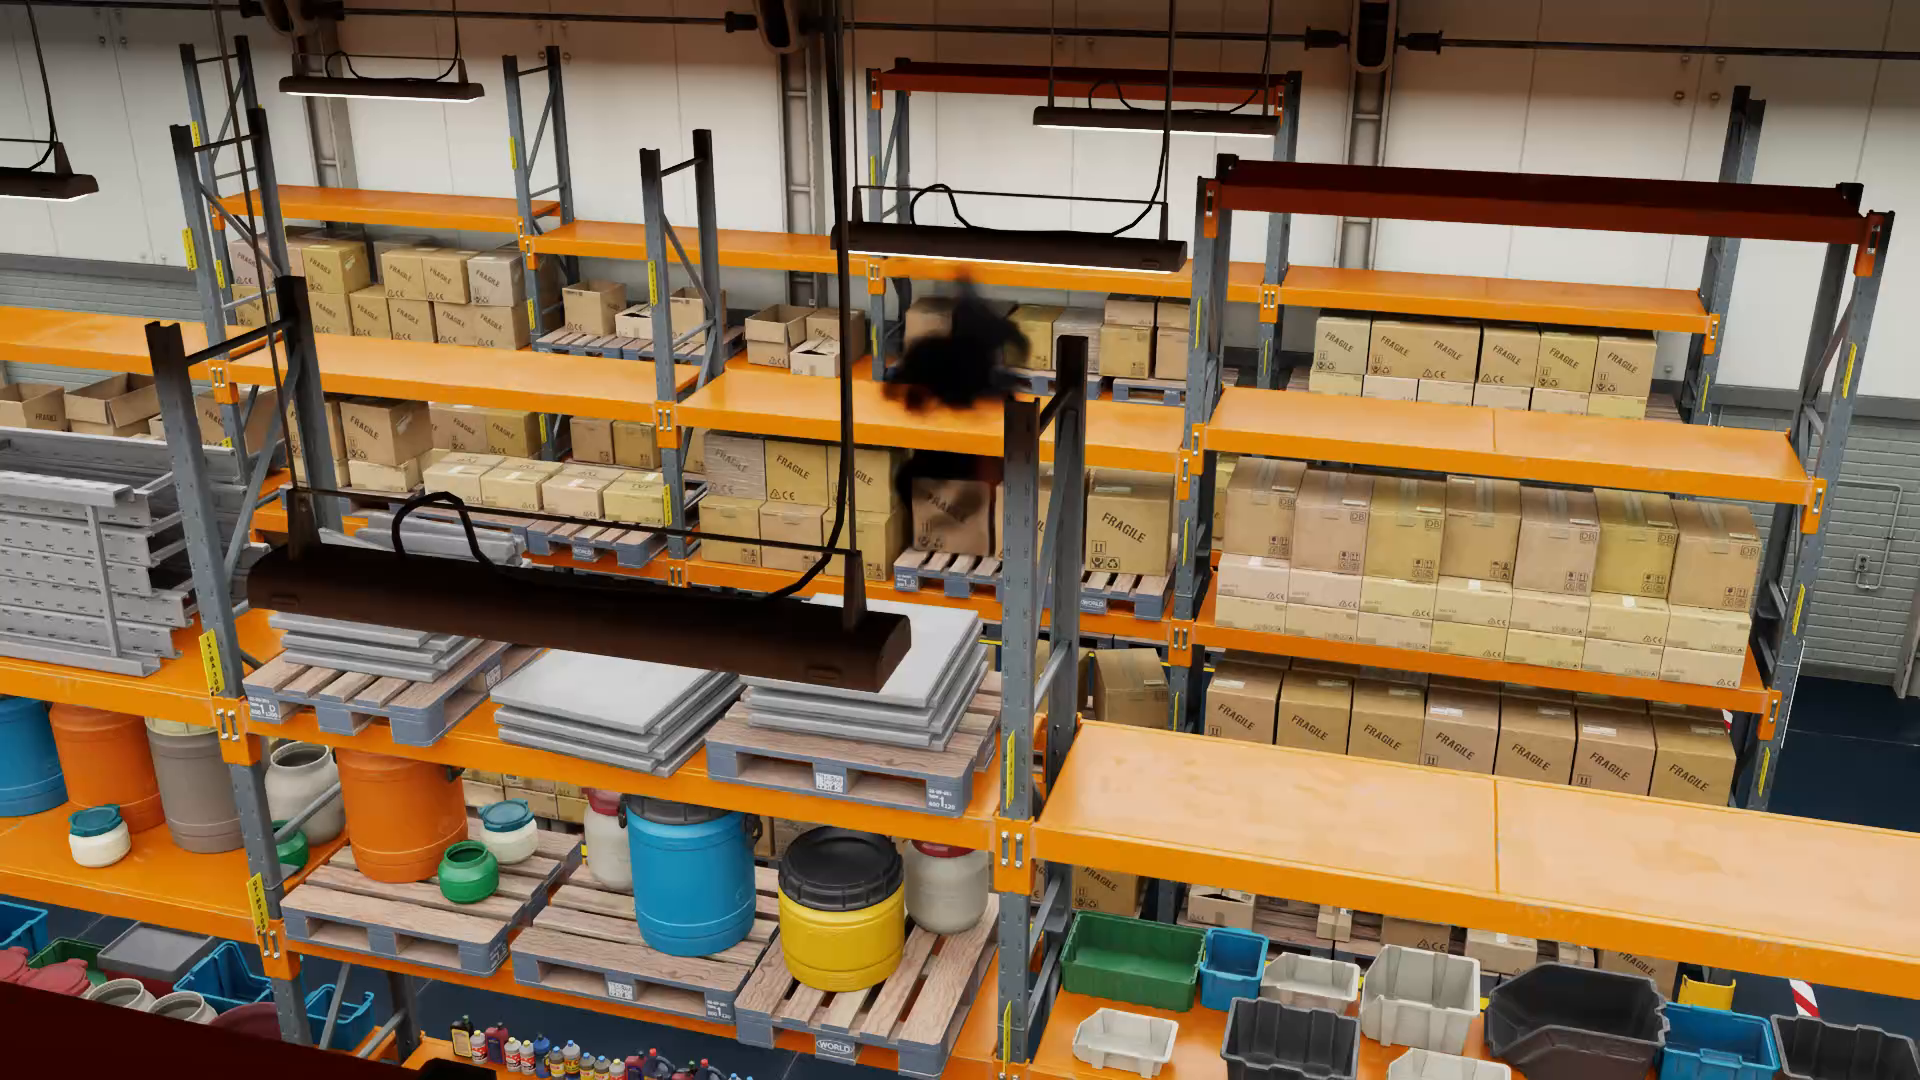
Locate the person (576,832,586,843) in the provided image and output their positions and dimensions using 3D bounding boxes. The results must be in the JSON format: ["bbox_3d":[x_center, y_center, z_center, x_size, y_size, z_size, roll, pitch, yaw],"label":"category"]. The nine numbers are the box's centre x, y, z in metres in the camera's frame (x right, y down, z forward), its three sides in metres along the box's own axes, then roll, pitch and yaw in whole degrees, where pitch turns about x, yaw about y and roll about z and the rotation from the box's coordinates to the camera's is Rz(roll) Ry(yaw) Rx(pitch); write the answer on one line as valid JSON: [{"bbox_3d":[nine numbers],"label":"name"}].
[{"bbox_3d":[-2.383,2.473,11.787,0.881,1.765,0.657,2,23,5],"label":"person"}]
